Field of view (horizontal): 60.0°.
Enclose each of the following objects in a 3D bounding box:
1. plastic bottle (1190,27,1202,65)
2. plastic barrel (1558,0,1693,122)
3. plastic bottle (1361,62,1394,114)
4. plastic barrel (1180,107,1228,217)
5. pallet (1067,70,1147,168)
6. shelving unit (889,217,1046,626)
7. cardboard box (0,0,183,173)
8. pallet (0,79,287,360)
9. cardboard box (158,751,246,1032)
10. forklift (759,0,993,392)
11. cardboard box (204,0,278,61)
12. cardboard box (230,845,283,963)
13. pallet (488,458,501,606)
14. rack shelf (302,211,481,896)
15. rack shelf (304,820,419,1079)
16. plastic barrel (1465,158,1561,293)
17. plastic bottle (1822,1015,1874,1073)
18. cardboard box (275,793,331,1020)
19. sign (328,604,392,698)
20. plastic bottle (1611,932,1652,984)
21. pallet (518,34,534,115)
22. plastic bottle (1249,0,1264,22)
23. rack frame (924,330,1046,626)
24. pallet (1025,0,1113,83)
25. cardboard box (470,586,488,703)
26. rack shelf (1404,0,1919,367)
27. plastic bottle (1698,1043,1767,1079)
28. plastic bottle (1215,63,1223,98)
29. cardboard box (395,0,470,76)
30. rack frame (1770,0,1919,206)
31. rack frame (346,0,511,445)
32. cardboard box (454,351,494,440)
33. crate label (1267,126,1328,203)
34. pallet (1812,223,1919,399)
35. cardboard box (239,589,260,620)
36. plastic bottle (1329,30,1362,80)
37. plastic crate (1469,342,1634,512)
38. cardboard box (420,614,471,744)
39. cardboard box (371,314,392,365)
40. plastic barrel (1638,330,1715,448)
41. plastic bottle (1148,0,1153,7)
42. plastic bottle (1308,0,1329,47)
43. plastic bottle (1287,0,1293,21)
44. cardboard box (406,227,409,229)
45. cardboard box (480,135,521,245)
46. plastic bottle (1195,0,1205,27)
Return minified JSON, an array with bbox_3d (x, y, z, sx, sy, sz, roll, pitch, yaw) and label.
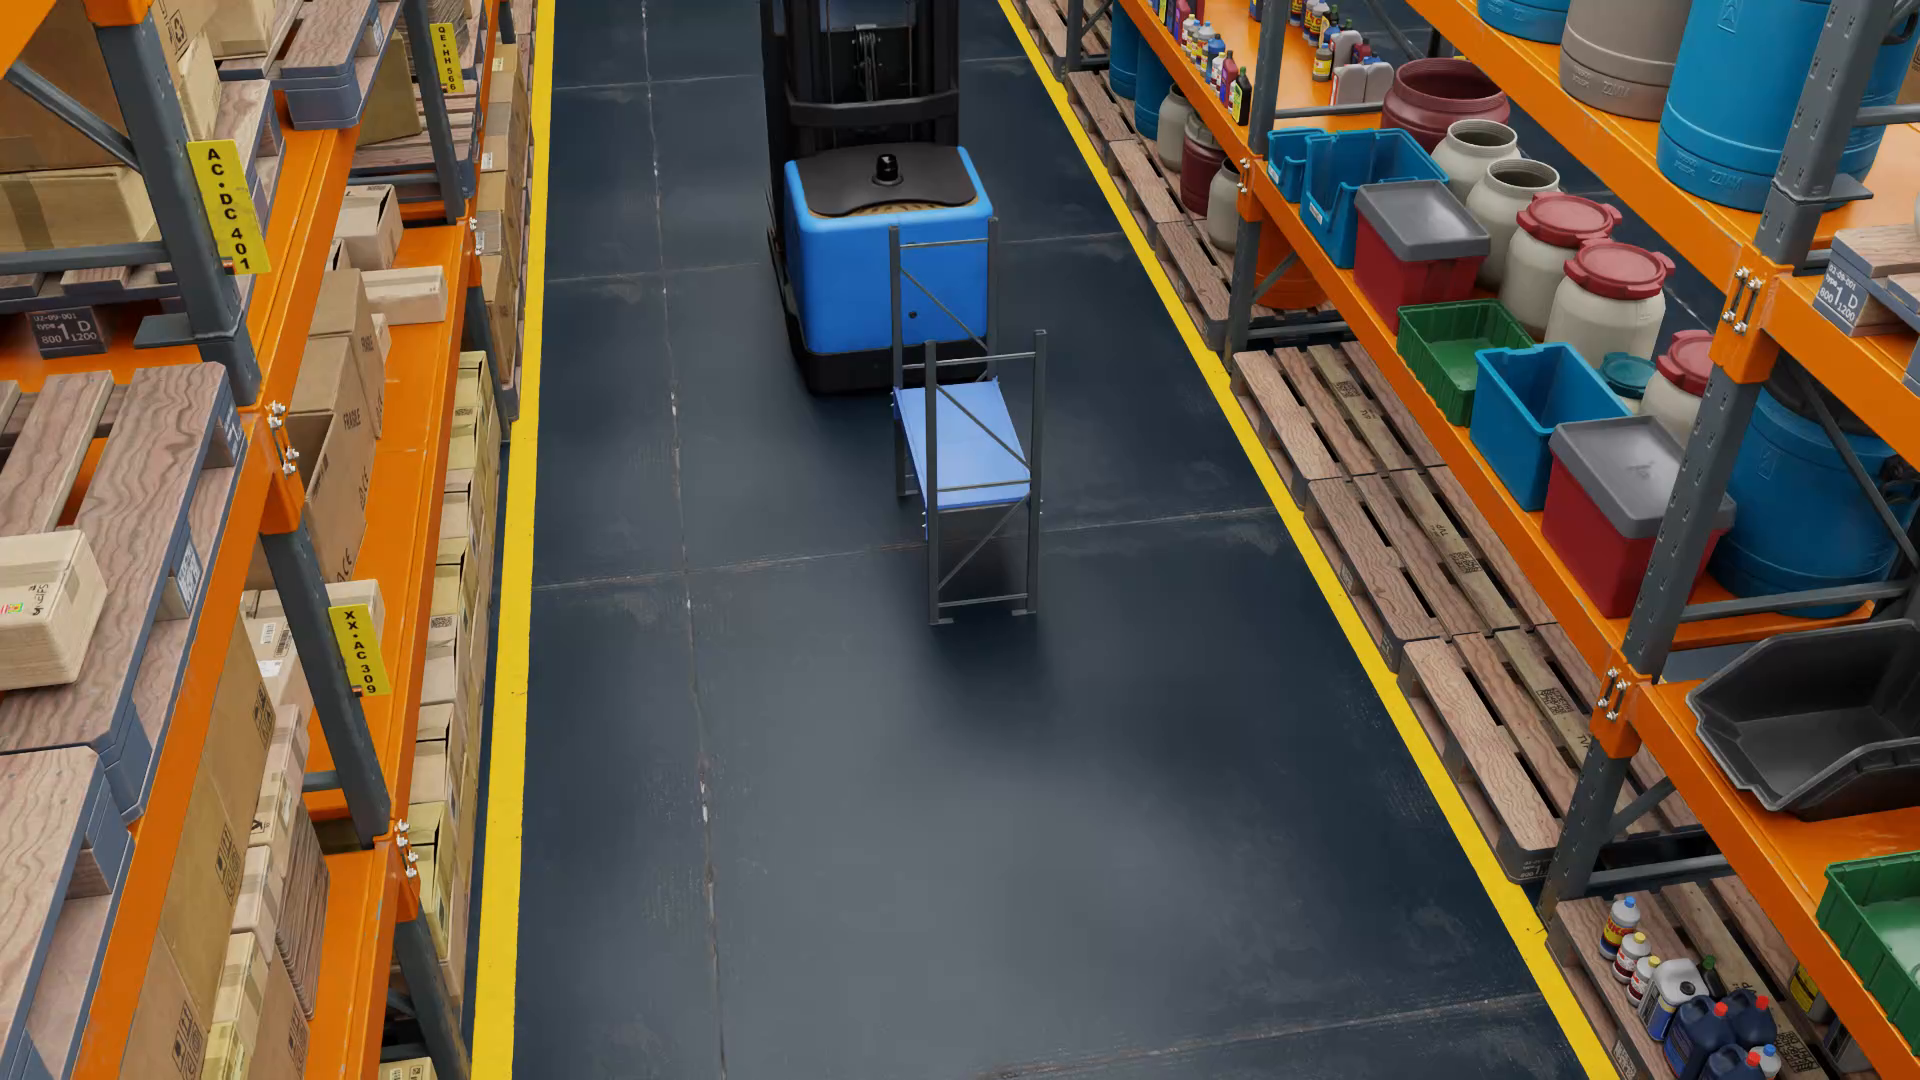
[{"bbox_3d":[1.374,-2.833,9.513,0.097,0.201,0.097,0,38,0],"label":"plastic bottle"},{"bbox_3d":[2.276,-1.853,5.237,0.600,0.901,0.600,0,38,0],"label":"plastic barrel"},{"bbox_3d":[2.235,-2.455,8.966,0.152,0.276,0.135,-6,38,-8],"label":"plastic bottle"},{"bbox_3d":[1.692,-2.397,10.414,0.600,0.588,0.708,-6,38,-8],"label":"plastic barrel"},{"bbox_3d":[1.386,-3.052,11.907,1.003,0.211,1.213,-6,38,-8],"label":"pallet"},{"bbox_3d":[0.015,-0.541,7.623,0.538,1.500,1.048,-6,38,-8],"label":"shelving unit"},{"bbox_3d":[-2.253,-1.225,4.006,0.500,0.500,0.500,-6,38,-7],"label":"cardboard box"},{"bbox_3d":[-2.351,-0.902,4.577,0.805,0.209,1.217,-8,39,-10],"label":"pallet"},{"bbox_3d":[-2.009,0.759,3.589,0.700,0.500,0.500,-6,38,-8],"label":"cardboard box"},{"bbox_3d":[-0.598,-2.868,9.453,1.130,2.935,3.031,-7,38,-9],"label":"forklift"},{"bbox_3d":[-2.458,-1.714,5.246,0.500,0.250,0.500,-9,39,-12],"label":"cardboard box"},{"bbox_3d":[-1.835,0.892,3.947,0.380,0.149,0.250,-7,38,-9],"label":"cardboard box"},{"bbox_3d":[-2.779,-0.075,8.074,1.003,0.211,1.213,-6,38,-8],"label":"pallet"},{"bbox_3d":[-2.534,-0.185,6.530,1.077,0.370,4.000,-6,38,-8],"label":"rack shelf"},{"bbox_3d":[-1.833,2.231,3.420,1.077,0.370,4.000,-6,38,-8],"label":"rack shelf"},{"bbox_3d":[2.457,-1.399,7.415,0.421,0.512,0.421,0,38,0],"label":"plastic barrel"},{"bbox_3d":[2.983,1.615,5.488,0.152,0.276,0.135,-6,38,-8],"label":"plastic bottle"},{"bbox_3d":[-2.099,0.966,4.379,0.700,0.500,0.500,-7,38,-9],"label":"cardboard box"},{"bbox_3d":[-1.637,0.305,4.542,0.100,0.325,0.005,-6,38,-8],"label":"sign"},{"bbox_3d":[2.336,1.440,5.773,0.097,0.201,0.097,0,38,0],"label":"plastic bottle"},{"bbox_3d":[-3.705,-3.407,12.364,1.003,0.211,1.213,-6,38,-8],"label":"pallet"},{"bbox_3d":[1.842,-3.321,10.020,0.144,0.351,0.185,-6,38,-8],"label":"plastic bottle"},{"bbox_3d":[0.104,-0.234,7.228,0.500,1.500,0.032,-6,38,-8],"label":"rack frame"},{"bbox_3d":[1.124,-3.963,13.079,1.003,0.211,1.213,-6,38,-8],"label":"pallet"},{"bbox_3d":[-2.280,0.460,7.012,0.500,0.250,0.500,-6,38,-7],"label":"cardboard box"},{"bbox_3d":[2.343,-1.900,6.292,1.077,0.370,4.000,-6,38,-8],"label":"rack shelf"},{"bbox_3d":[2.460,1.727,5.283,0.144,0.351,0.185,-8,39,-10],"label":"plastic bottle"},{"bbox_3d":[1.459,-2.539,9.135,0.097,0.201,0.097,0,38,0],"label":"plastic bottle"},{"bbox_3d":[-3.078,-2.824,8.916,0.700,0.500,0.500,0,38,1],"label":"cardboard box"},{"bbox_3d":[2.694,-2.161,3.597,1.000,3.000,0.127,-6,38,-8],"label":"rack frame"},{"bbox_3d":[-2.885,-1.677,7.864,1.000,3.000,0.127,-6,38,-8],"label":"rack frame"},{"bbox_3d":[-2.550,-0.689,8.034,0.500,0.311,0.500,-5,38,-7],"label":"cardboard box"},{"bbox_3d":[1.698,-1.847,8.219,0.303,0.233,0.416,-6,38,-8],"label":"crate label"},{"bbox_3d":[2.917,-0.477,4.027,1.213,0.211,1.003,-6,38,-8],"label":"pallet"},{"bbox_3d":[-2.518,0.280,5.454,0.396,0.266,0.258,-7,38,-9],"label":"cardboard box"},{"bbox_3d":[2.154,-2.735,9.326,0.152,0.276,0.135,-6,38,-8],"label":"plastic bottle"},{"bbox_3d":[2.194,-0.418,6.257,0.392,0.384,0.575,-6,38,-8],"label":"plastic crate"},{"bbox_3d":[-2.185,0.545,6.445,0.500,0.311,0.500,-7,38,-9],"label":"cardboard box"},{"bbox_3d":[-2.606,-0.814,6.957,0.380,0.149,0.250,-4,38,-5],"label":"cardboard box"},{"bbox_3d":[2.742,-0.447,6.170,0.433,0.535,0.433,0,38,0],"label":"plastic barrel"},{"bbox_3d":[1.211,-3.421,10.214,0.097,0.271,0.097,0,38,0],"label":"plastic bottle"},{"bbox_3d":[2.097,-3.026,9.704,0.097,0.271,0.097,0,38,0],"label":"plastic bottle"},{"bbox_3d":[1.992,-3.293,10.044,0.152,0.276,0.135,-6,38,-8],"label":"plastic bottle"},{"bbox_3d":[-3.280,-1.404,9.191,0.500,0.500,0.500,-5,38,-6],"label":"cardboard box"},{"bbox_3d":[-2.960,-2.103,10.091,0.500,0.500,0.500,-7,38,-9],"label":"cardboard box"},{"bbox_3d":[1.411,-3.178,9.890,0.061,0.283,0.133,-6,38,-8],"label":"plastic bottle"}]
